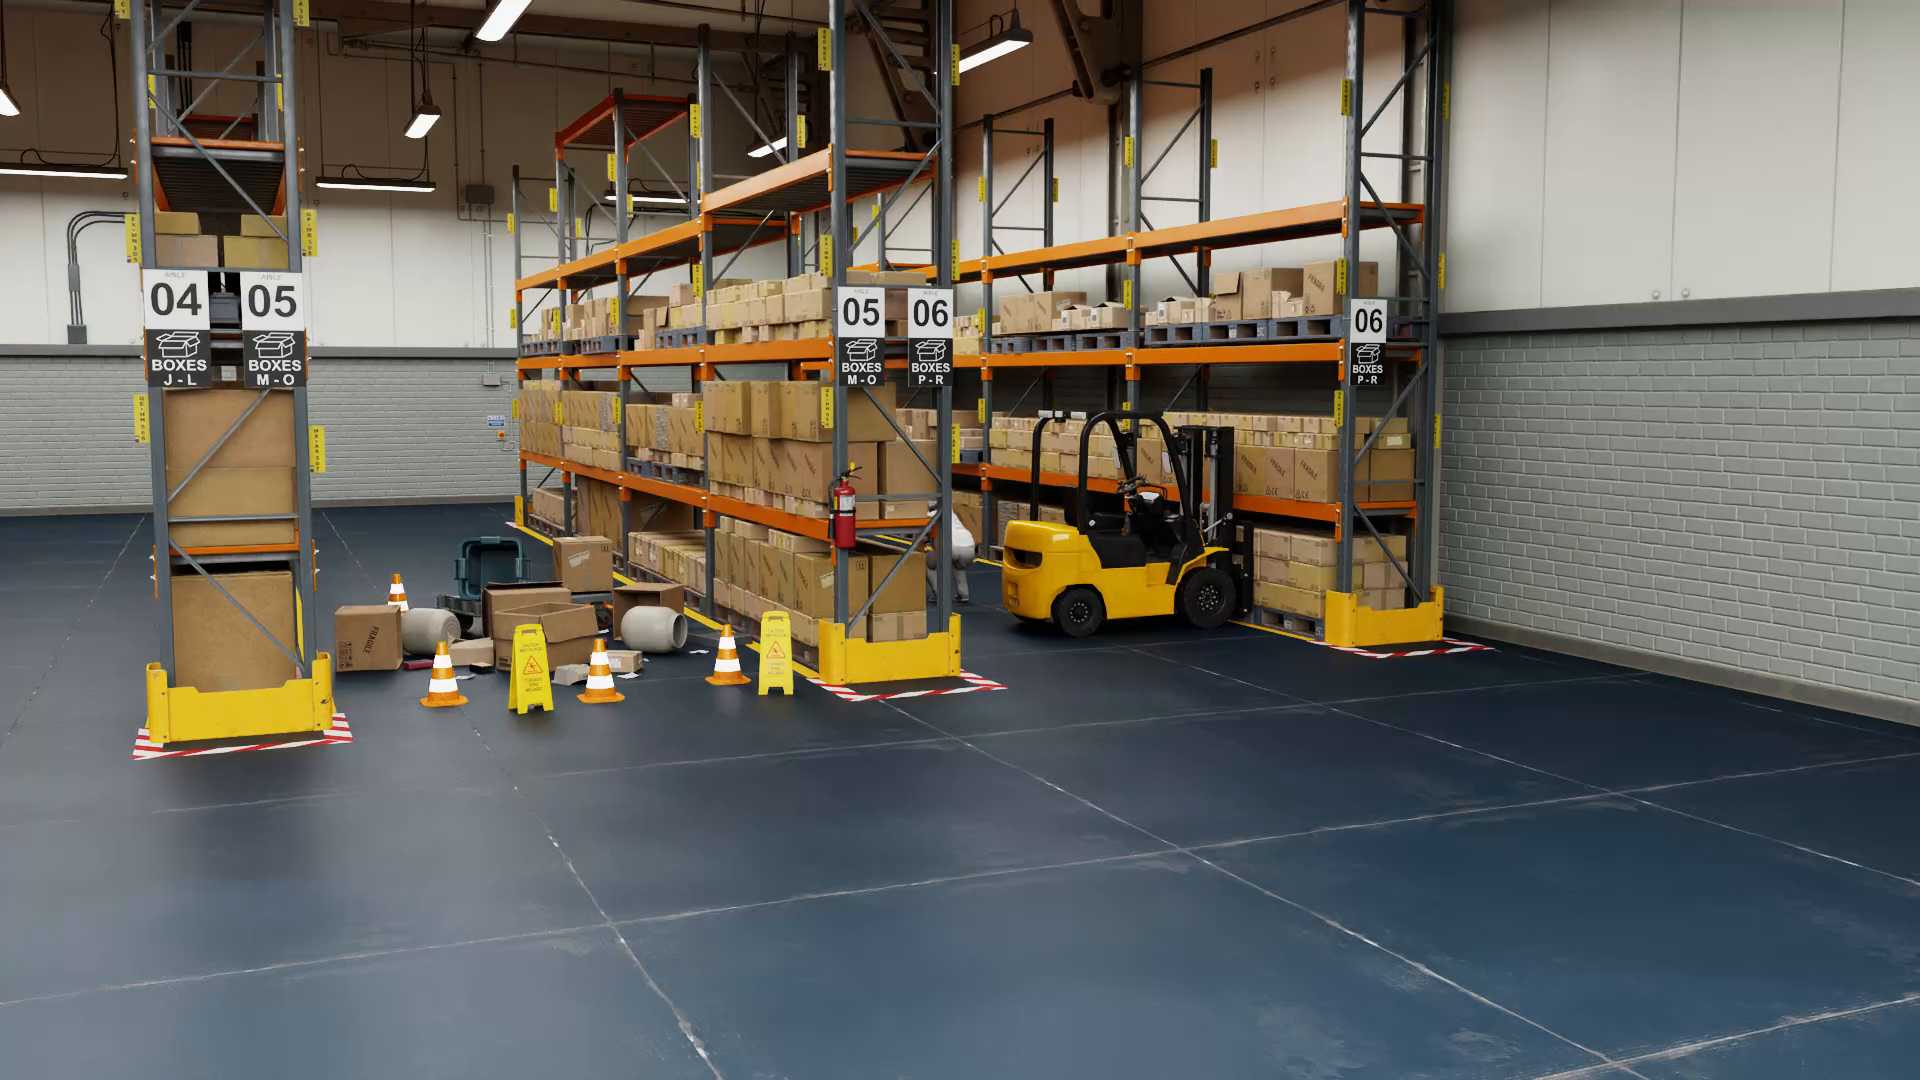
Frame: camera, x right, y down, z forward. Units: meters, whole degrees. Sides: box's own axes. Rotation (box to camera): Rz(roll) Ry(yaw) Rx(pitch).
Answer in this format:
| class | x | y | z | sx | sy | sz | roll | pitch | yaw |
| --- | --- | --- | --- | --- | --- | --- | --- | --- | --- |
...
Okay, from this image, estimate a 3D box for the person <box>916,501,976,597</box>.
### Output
| class | x | y | z | sx | sy | sz | roll | pitch | yaw |
| --- | --- | --- | --- | --- | --- | --- | --- | --- | --- |
| person | -0.173 | 0.109 | 18.535 | 0.538 | 1.055 | 0.826 | -2 | 6 | -24 |
